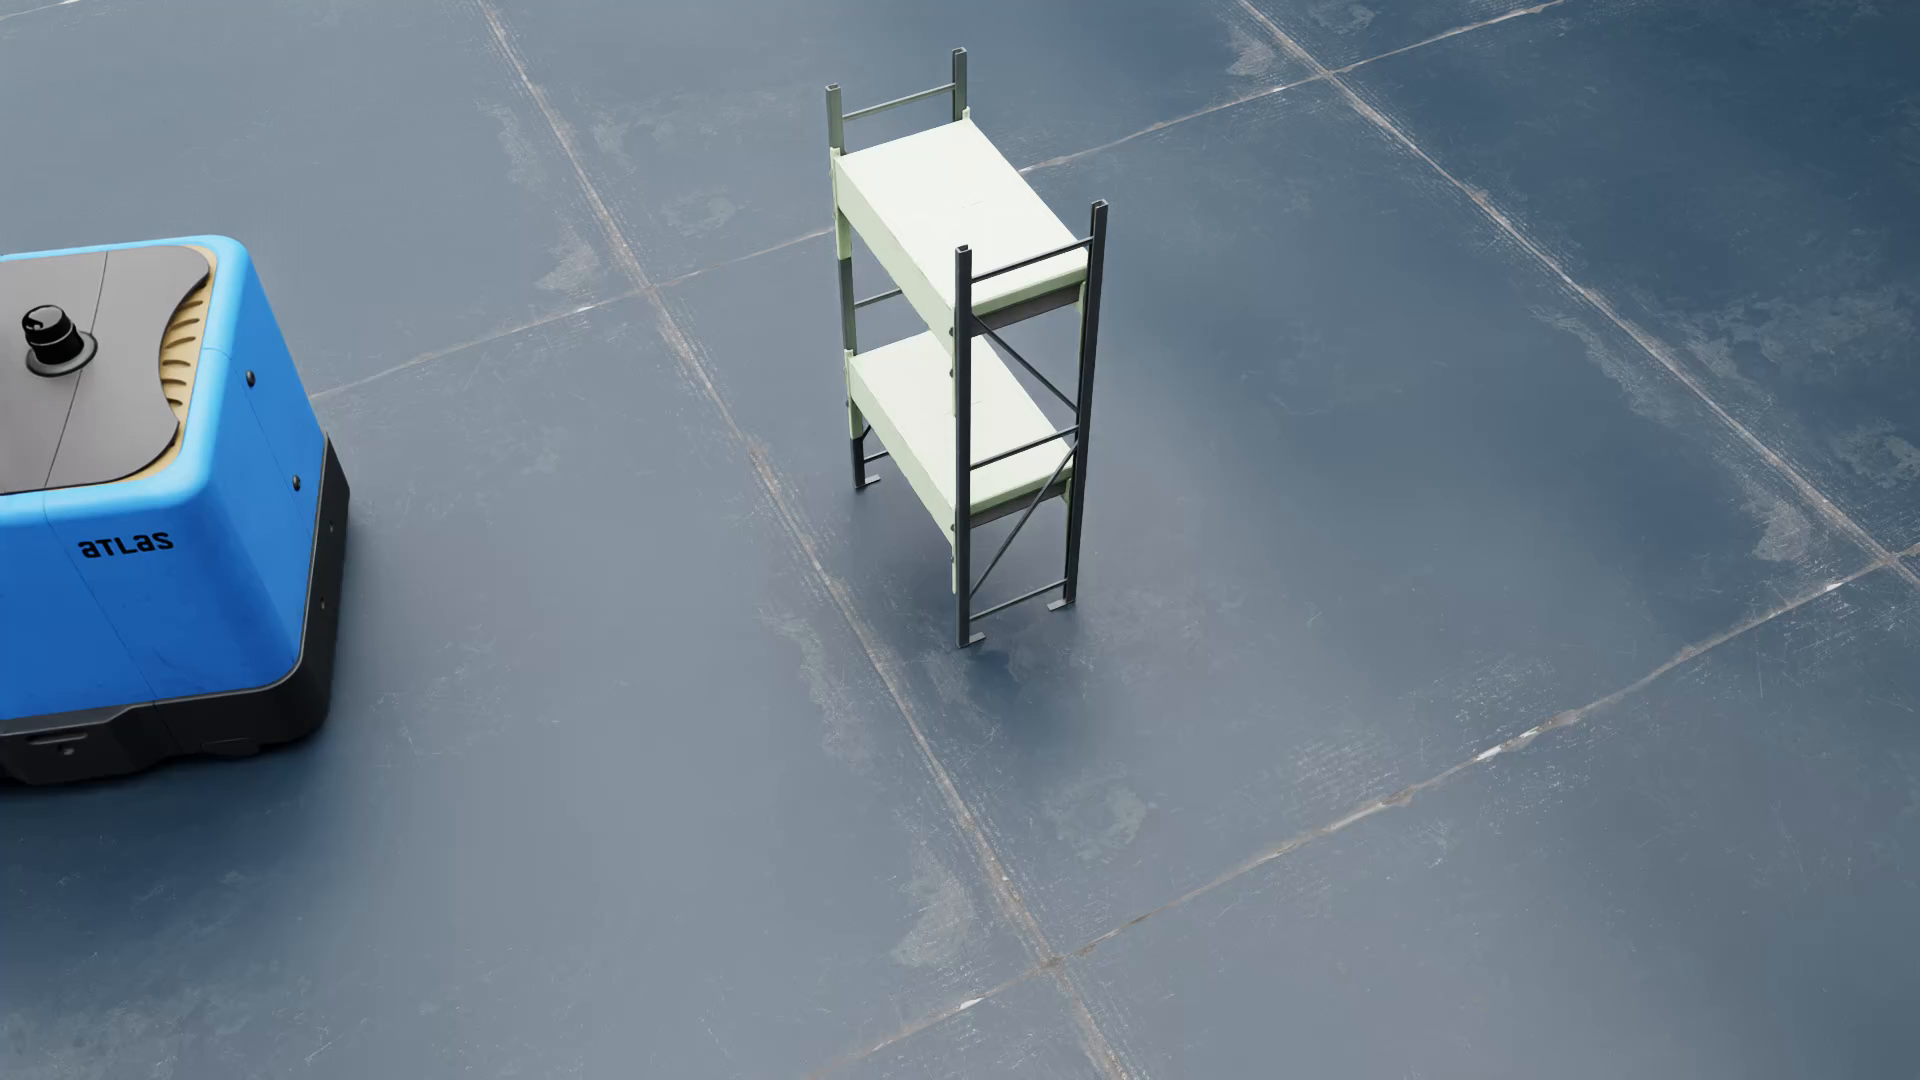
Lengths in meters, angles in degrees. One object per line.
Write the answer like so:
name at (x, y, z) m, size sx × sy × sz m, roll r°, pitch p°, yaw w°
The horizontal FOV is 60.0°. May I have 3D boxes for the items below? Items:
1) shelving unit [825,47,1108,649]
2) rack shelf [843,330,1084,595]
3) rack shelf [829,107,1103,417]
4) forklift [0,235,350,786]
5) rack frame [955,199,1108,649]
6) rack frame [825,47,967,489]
shelving unit at (0.003, -0.489, 4.682) m, size 0.431 × 1.500 × 0.755 m, roll -21°, pitch 52°, yaw -18°
rack shelf at (0.003, -0.275, 4.927) m, size 0.431 × 0.370 × 0.720 m, roll -21°, pitch 52°, yaw -18°
rack shelf at (0.003, -0.746, 4.388) m, size 0.431 × 0.370 × 0.720 m, roll -21°, pitch 52°, yaw -18°
forklift at (-3.364, -0.568, 3.800) m, size 3.031 × 2.935 × 1.130 m, roll -7°, pitch 49°, yaw -6°
rack frame at (0.171, -0.244, 4.467) m, size 0.400 × 1.500 × 0.023 m, roll -21°, pitch 52°, yaw -18°
rack frame at (-0.164, -0.734, 4.896) m, size 0.400 × 1.500 × 0.023 m, roll -21°, pitch 52°, yaw -18°
